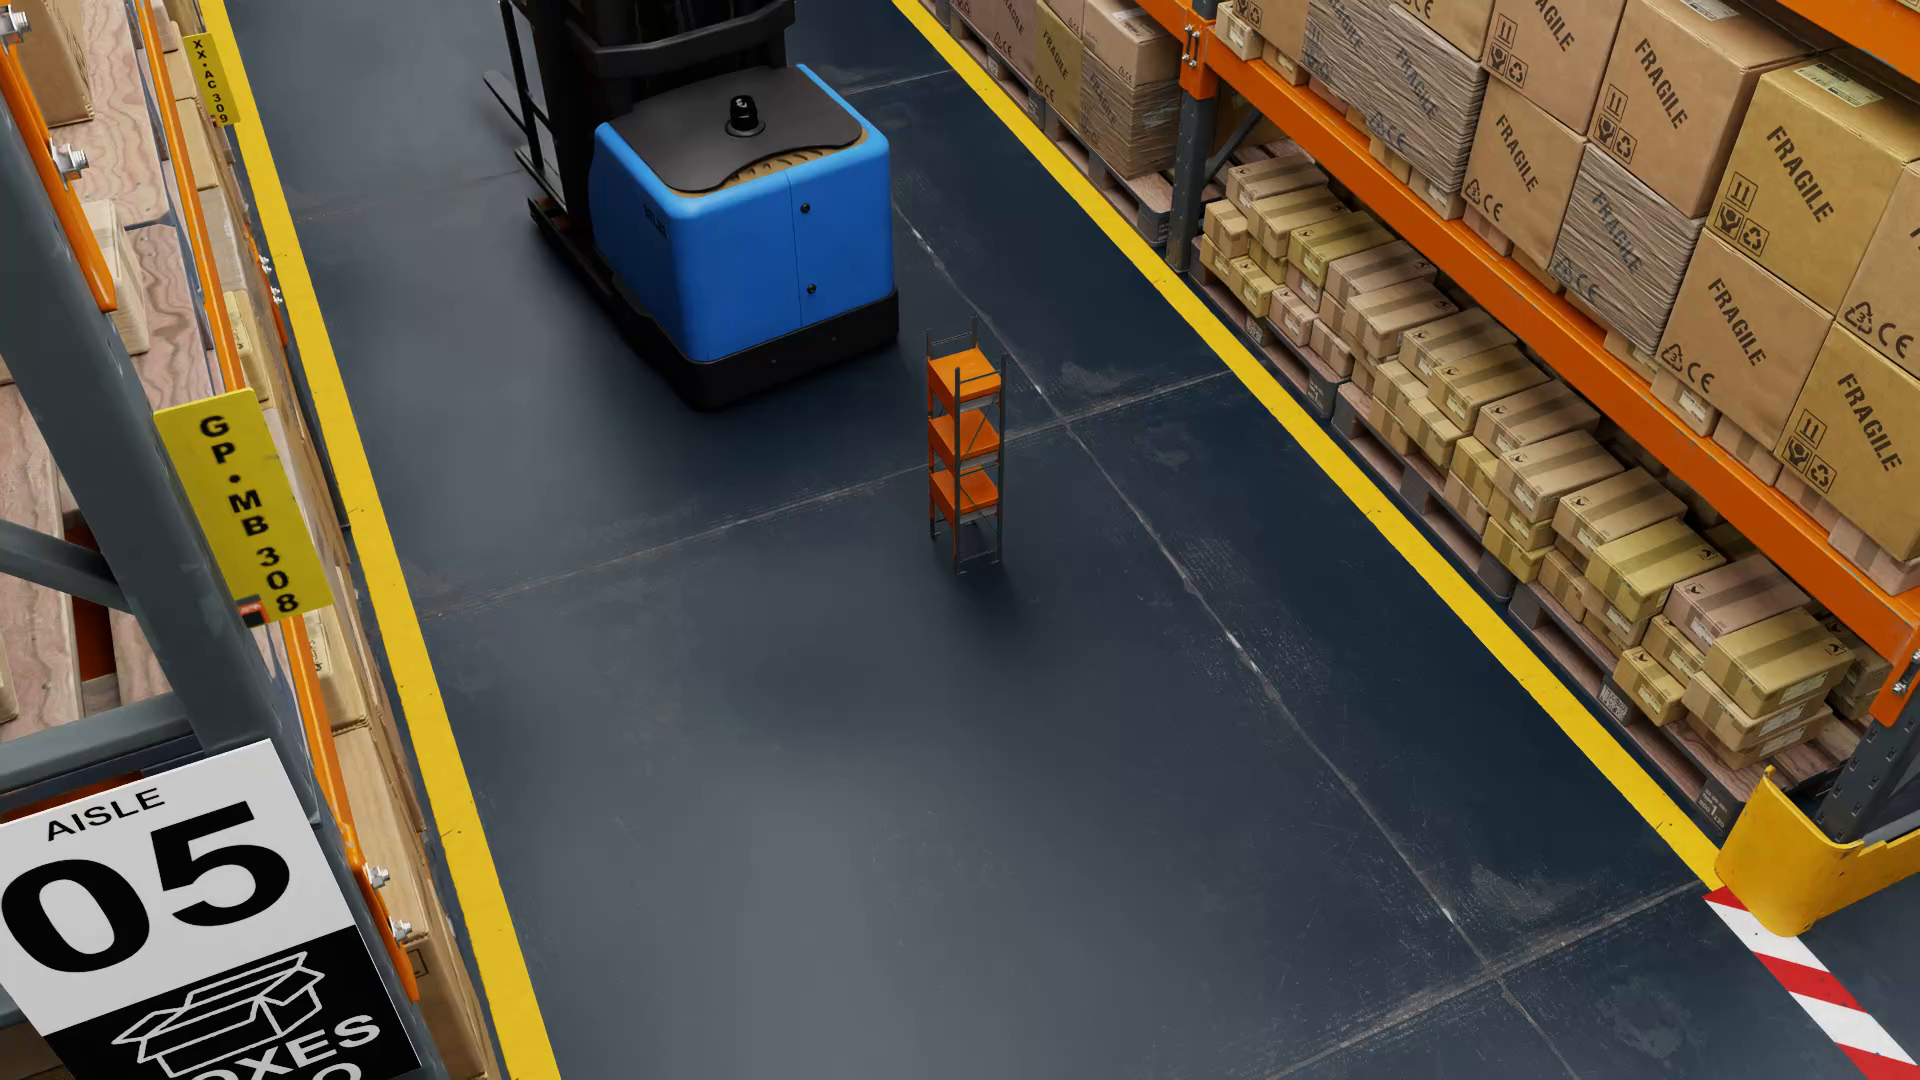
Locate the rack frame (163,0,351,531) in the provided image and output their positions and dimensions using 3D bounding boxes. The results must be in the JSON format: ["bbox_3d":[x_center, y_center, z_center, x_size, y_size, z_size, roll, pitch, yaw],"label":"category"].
[{"bbox_3d":[-2.969,-1.010,5.638,1.000,3.000,0.127,-18,47,-17],"label":"rack frame"}]

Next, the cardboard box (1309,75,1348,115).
[{"bbox_3d":[1.638,-1.872,6.691,0.380,0.149,0.250,-20,48,-19],"label":"cardboard box"}]

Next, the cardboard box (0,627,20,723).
[{"bbox_3d":[-1.558,0.080,2.135,0.500,0.250,0.500,-22,49,-21],"label":"cardboard box"}]

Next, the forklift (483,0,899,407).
[{"bbox_3d":[-1.489,-2.638,7.336,1.130,2.935,3.031,-24,49,-22],"label":"forklift"}]

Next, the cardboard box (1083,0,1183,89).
[{"bbox_3d":[0.937,-2.463,8.057,0.500,0.250,0.500,-19,48,-18],"label":"cardboard box"}]

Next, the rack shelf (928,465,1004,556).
[{"bbox_3d":[0.022,-0.134,6.549,0.215,0.259,0.240,-18,47,-17],"label":"rack shelf"}]

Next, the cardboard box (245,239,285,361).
[{"bbox_3d":[-2.542,-0.825,5.380,0.500,0.500,0.500,-18,47,-17],"label":"cardboard box"}]

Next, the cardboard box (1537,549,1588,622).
[{"bbox_3d":[2.403,0.123,6.220,0.380,0.149,0.250,-18,47,-17],"label":"cardboard box"}]

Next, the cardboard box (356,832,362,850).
[{"bbox_3d":[-1.185,0.609,2.752,0.380,0.149,0.250,-17,47,-17],"label":"cardboard box"}]

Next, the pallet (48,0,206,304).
[{"bbox_3d":[-2.125,-0.745,3.297,1.003,0.211,1.213,-18,47,-17],"label":"pallet"}]

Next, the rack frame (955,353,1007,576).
[{"bbox_3d":[0.074,-0.262,6.268,0.200,1.050,0.008,-18,47,-17],"label":"rack frame"}]

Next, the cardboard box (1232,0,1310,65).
[{"bbox_3d":[1.459,-2.288,6.650,0.500,0.500,0.500,-19,48,-18],"label":"cardboard box"}]

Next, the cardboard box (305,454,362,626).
[{"bbox_3d":[-1.890,0.155,4.386,0.500,0.500,0.500,-17,47,-16],"label":"cardboard box"}]

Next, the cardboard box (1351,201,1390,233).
[{"bbox_3d":[2.026,-1.501,7.655,0.380,0.149,0.250,-20,48,-19],"label":"cardboard box"}]

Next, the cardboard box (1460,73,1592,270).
[{"bbox_3d":[2.105,-1.310,5.659,0.500,0.500,0.500,-16,47,-15],"label":"cardboard box"}]

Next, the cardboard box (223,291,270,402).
[{"bbox_3d":[-1.799,-0.392,3.767,0.380,0.149,0.250,-19,48,-18],"label":"cardboard box"}]

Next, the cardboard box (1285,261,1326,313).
[{"bbox_3d":[1.665,-1.172,7.321,0.380,0.149,0.250,-18,47,-18],"label":"cardboard box"}]

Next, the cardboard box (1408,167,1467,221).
[{"bbox_3d":[1.900,-1.345,6.156,0.380,0.149,0.250,-16,47,-16],"label":"cardboard box"}]

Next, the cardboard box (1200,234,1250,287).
[{"bbox_3d":[1.341,-1.344,7.707,0.380,0.149,0.250,-20,48,-19],"label":"cardboard box"}]

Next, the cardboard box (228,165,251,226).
[{"bbox_3d":[-2.914,-1.315,6.054,0.500,0.250,0.500,-19,48,-18],"label":"cardboard box"}]

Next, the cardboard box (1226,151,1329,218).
[{"bbox_3d":[1.437,-1.602,7.545,0.380,0.149,0.250,-16,47,-16],"label":"cardboard box"}]

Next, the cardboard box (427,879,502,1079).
[{"bbox_3d":[-1.228,1.113,3.415,0.500,0.500,0.500,-18,48,-18],"label":"cardboard box"}]

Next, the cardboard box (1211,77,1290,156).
[{"bbox_3d":[1.410,-2.345,8.472,0.500,0.500,0.500,-16,47,-16],"label":"cardboard box"}]

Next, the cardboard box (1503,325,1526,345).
[{"bbox_3d":[2.481,-0.923,6.857,0.380,0.149,0.250,-20,48,-19],"label":"cardboard box"}]

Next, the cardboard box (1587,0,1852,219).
[{"bbox_3d":[2.304,-1.354,4.992,0.500,0.500,0.500,-16,47,-15],"label":"cardboard box"}]

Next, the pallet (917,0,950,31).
[{"bbox_3d":[0.125,-3.594,10.242,1.003,0.211,1.213,-18,47,-17],"label":"pallet"}]

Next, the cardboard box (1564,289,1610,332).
[{"bbox_3d":[2.306,-0.869,5.674,0.380,0.149,0.250,-20,48,-19],"label":"cardboard box"}]

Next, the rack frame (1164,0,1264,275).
[{"bbox_3d":[1.480,-2.536,7.185,1.000,3.000,0.127,-18,47,-17],"label":"rack frame"}]

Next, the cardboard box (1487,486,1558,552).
[{"bbox_3d":[2.231,-0.136,6.272,0.380,0.149,0.250,-17,47,-17],"label":"cardboard box"}]

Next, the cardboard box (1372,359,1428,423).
[{"bbox_3d":[1.919,-0.637,6.779,0.380,0.149,0.250,-18,48,-18],"label":"cardboard box"}]

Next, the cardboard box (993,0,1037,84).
[{"bbox_3d":[0.513,-2.848,8.982,0.500,0.500,0.500,-19,48,-18],"label":"cardboard box"}]

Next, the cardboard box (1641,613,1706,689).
[{"bbox_3d":[2.620,0.338,5.791,0.380,0.149,0.250,-19,48,-18],"label":"cardboard box"}]

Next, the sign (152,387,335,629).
[{"bbox_3d":[-0.781,-0.028,1.828,0.100,0.325,0.005,-18,47,-17],"label":"sign"}]

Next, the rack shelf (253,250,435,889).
[{"bbox_3d":[-2.128,0.521,4.599,1.077,0.370,4.000,-18,47,-17],"label":"rack shelf"}]

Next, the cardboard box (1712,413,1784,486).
[{"bbox_3d":[2.579,-0.347,5.145,0.380,0.149,0.250,-18,48,-18],"label":"cardboard box"}]

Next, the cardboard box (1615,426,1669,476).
[{"bbox_3d":[2.747,-0.419,6.347,0.380,0.149,0.250,-16,47,-16],"label":"cardboard box"}]

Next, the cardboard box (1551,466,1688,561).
[{"bbox_3d":[2.380,-0.084,6.007,0.380,0.149,0.250,-20,48,-19],"label":"cardboard box"}]

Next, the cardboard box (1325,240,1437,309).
[{"bbox_3d":[1.780,-1.103,7.039,0.380,0.149,0.250,-19,48,-18],"label":"cardboard box"}]

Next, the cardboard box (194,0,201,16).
[{"bbox_3d":[-4.879,-3.136,9.364,0.950,0.372,0.625,-21,48,-20],"label":"cardboard box"}]

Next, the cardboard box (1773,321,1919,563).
[{"bbox_3d":[2.739,-0.339,4.675,0.500,0.500,0.500,-17,47,-17],"label":"cardboard box"}]

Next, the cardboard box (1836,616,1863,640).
[{"bbox_3d":[3.250,0.232,5.686,0.380,0.149,0.250,-20,48,-19],"label":"cardboard box"}]

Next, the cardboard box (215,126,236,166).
[{"bbox_3d":[-2.898,-1.498,5.883,0.500,0.250,0.500,-19,48,-19],"label":"cardboard box"}]

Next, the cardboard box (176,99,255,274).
[{"bbox_3d":[-2.314,-0.856,4.699,0.500,0.500,0.500,-19,48,-18],"label":"cardboard box"}]

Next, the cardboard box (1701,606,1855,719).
[{"bbox_3d":[2.709,0.404,5.512,0.380,0.149,0.250,-18,47,-17],"label":"cardboard box"}]

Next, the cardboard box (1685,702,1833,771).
[{"bbox_3d":[2.751,0.604,5.733,0.380,0.149,0.250,-17,47,-17],"label":"cardboard box"}]

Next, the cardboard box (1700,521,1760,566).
[{"bbox_3d":[2.927,0.042,6.091,0.380,0.149,0.250,-17,47,-17],"label":"cardboard box"}]

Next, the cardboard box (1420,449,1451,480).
[{"bbox_3d":[2.104,-0.384,6.735,0.380,0.149,0.250,-17,47,-16],"label":"cardboard box"}]

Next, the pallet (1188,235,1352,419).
[{"bbox_3d":[1.794,-1.126,7.741,1.003,0.211,1.213,-18,47,-17],"label":"pallet"}]

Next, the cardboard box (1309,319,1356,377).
[{"bbox_3d":[1.757,-0.884,7.241,0.380,0.149,0.250,-19,48,-18],"label":"cardboard box"}]

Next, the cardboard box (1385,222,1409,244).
[{"bbox_3d":[2.120,-1.425,7.366,0.380,0.149,0.250,-18,48,-18],"label":"cardboard box"}]

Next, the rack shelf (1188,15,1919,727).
[{"bbox_3d":[2.321,-1.005,6.146,1.077,0.370,4.000,-18,47,-17],"label":"rack shelf"}]

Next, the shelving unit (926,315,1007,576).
[{"bbox_3d":[0.022,-0.340,6.347,0.215,1.050,0.252,-18,47,-17],"label":"shelving unit"}]

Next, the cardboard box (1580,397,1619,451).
[{"bbox_3d":[2.568,-0.455,6.595,0.380,0.149,0.250,-16,47,-15],"label":"cardboard box"}]

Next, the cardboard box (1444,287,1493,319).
[{"bbox_3d":[2.296,-0.990,7.137,0.380,0.149,0.250,-17,47,-16],"label":"cardboard box"}]

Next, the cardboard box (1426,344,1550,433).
[{"bbox_3d":[2.071,-0.598,6.528,0.380,0.149,0.250,-18,47,-17],"label":"cardboard box"}]

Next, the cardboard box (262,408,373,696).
[{"bbox_3d":[-1.677,0.105,3.725,0.500,0.500,0.500,-18,48,-18],"label":"cardboard box"}]
